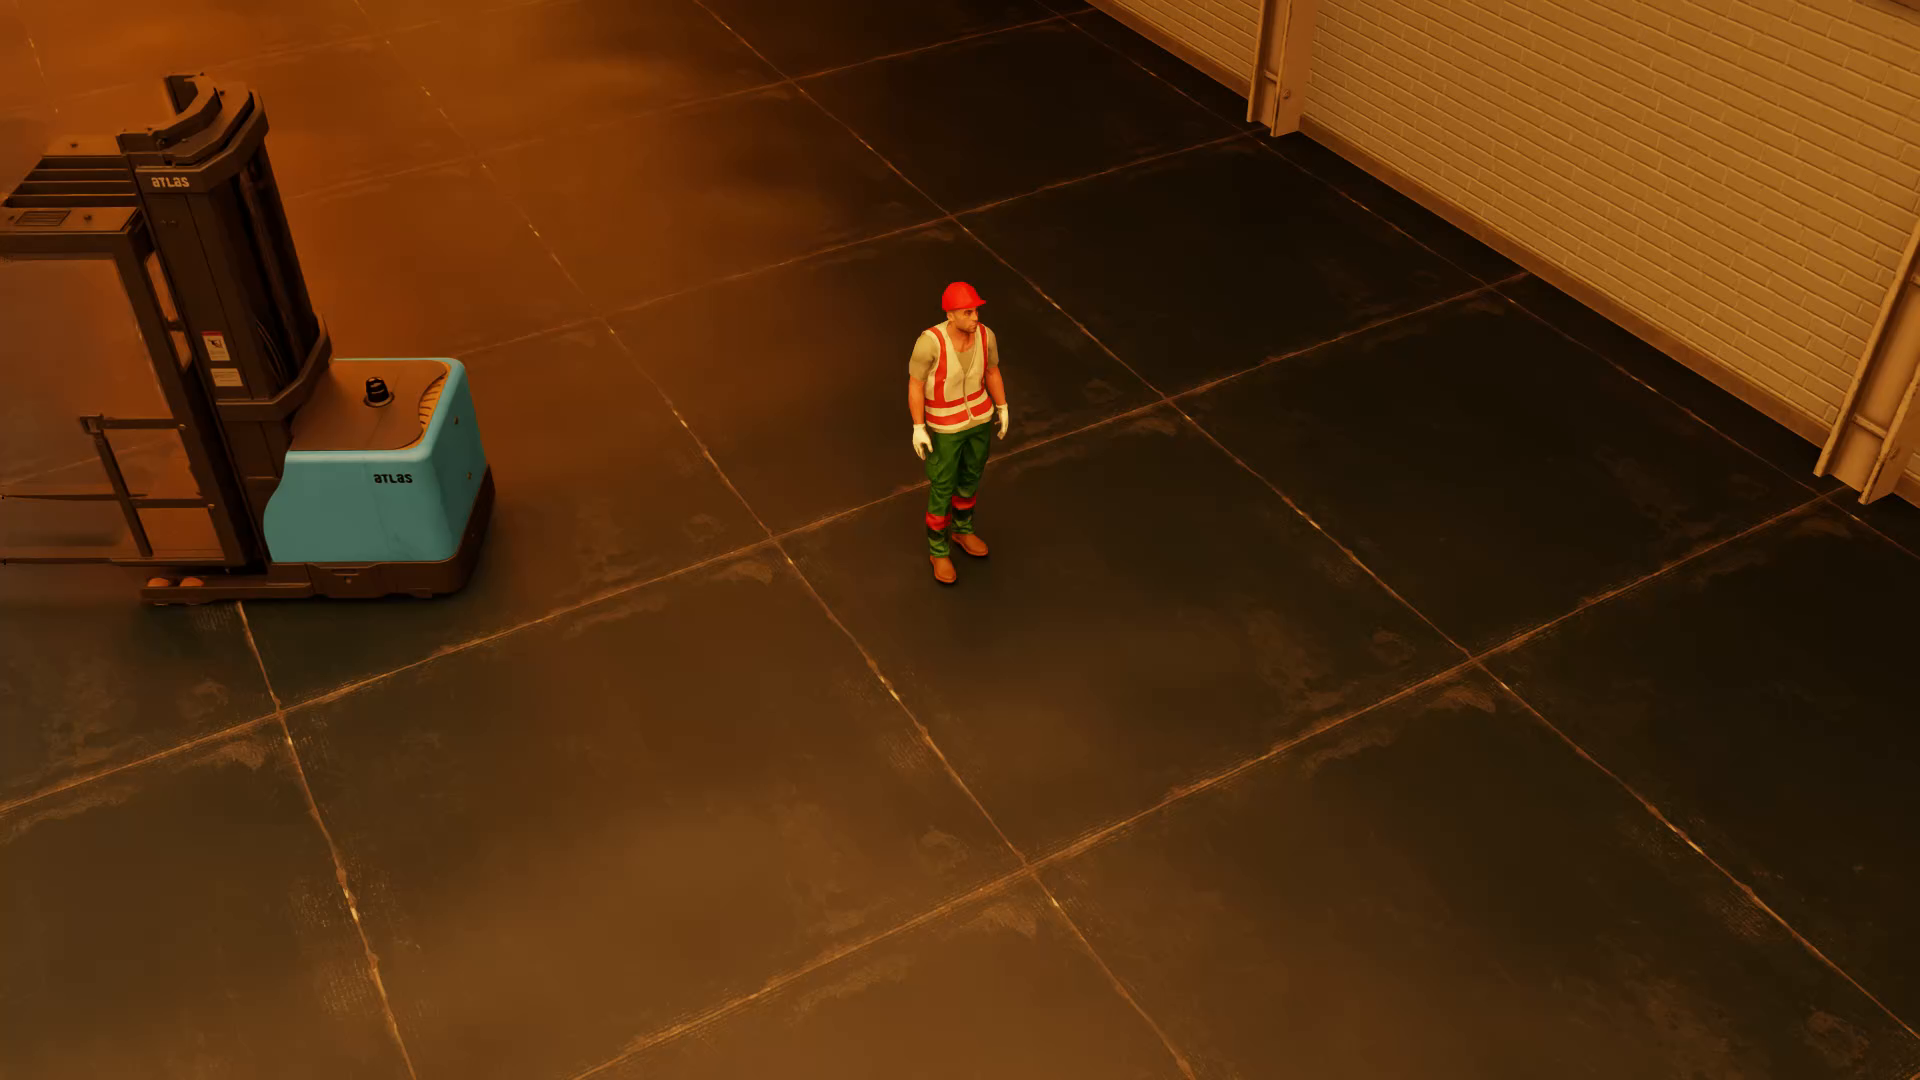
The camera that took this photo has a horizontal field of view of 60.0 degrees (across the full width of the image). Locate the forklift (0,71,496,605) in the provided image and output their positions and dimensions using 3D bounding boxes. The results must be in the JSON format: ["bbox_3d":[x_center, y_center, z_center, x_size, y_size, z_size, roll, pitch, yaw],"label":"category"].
[{"bbox_3d":[-4.462,-1.081,9.340,3.031,2.935,1.130,0,40,-1],"label":"forklift"}]

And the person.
[{"bbox_3d":[0.029,-0.646,9.698,0.637,1.787,0.564,-20,44,-23],"label":"person"}]
